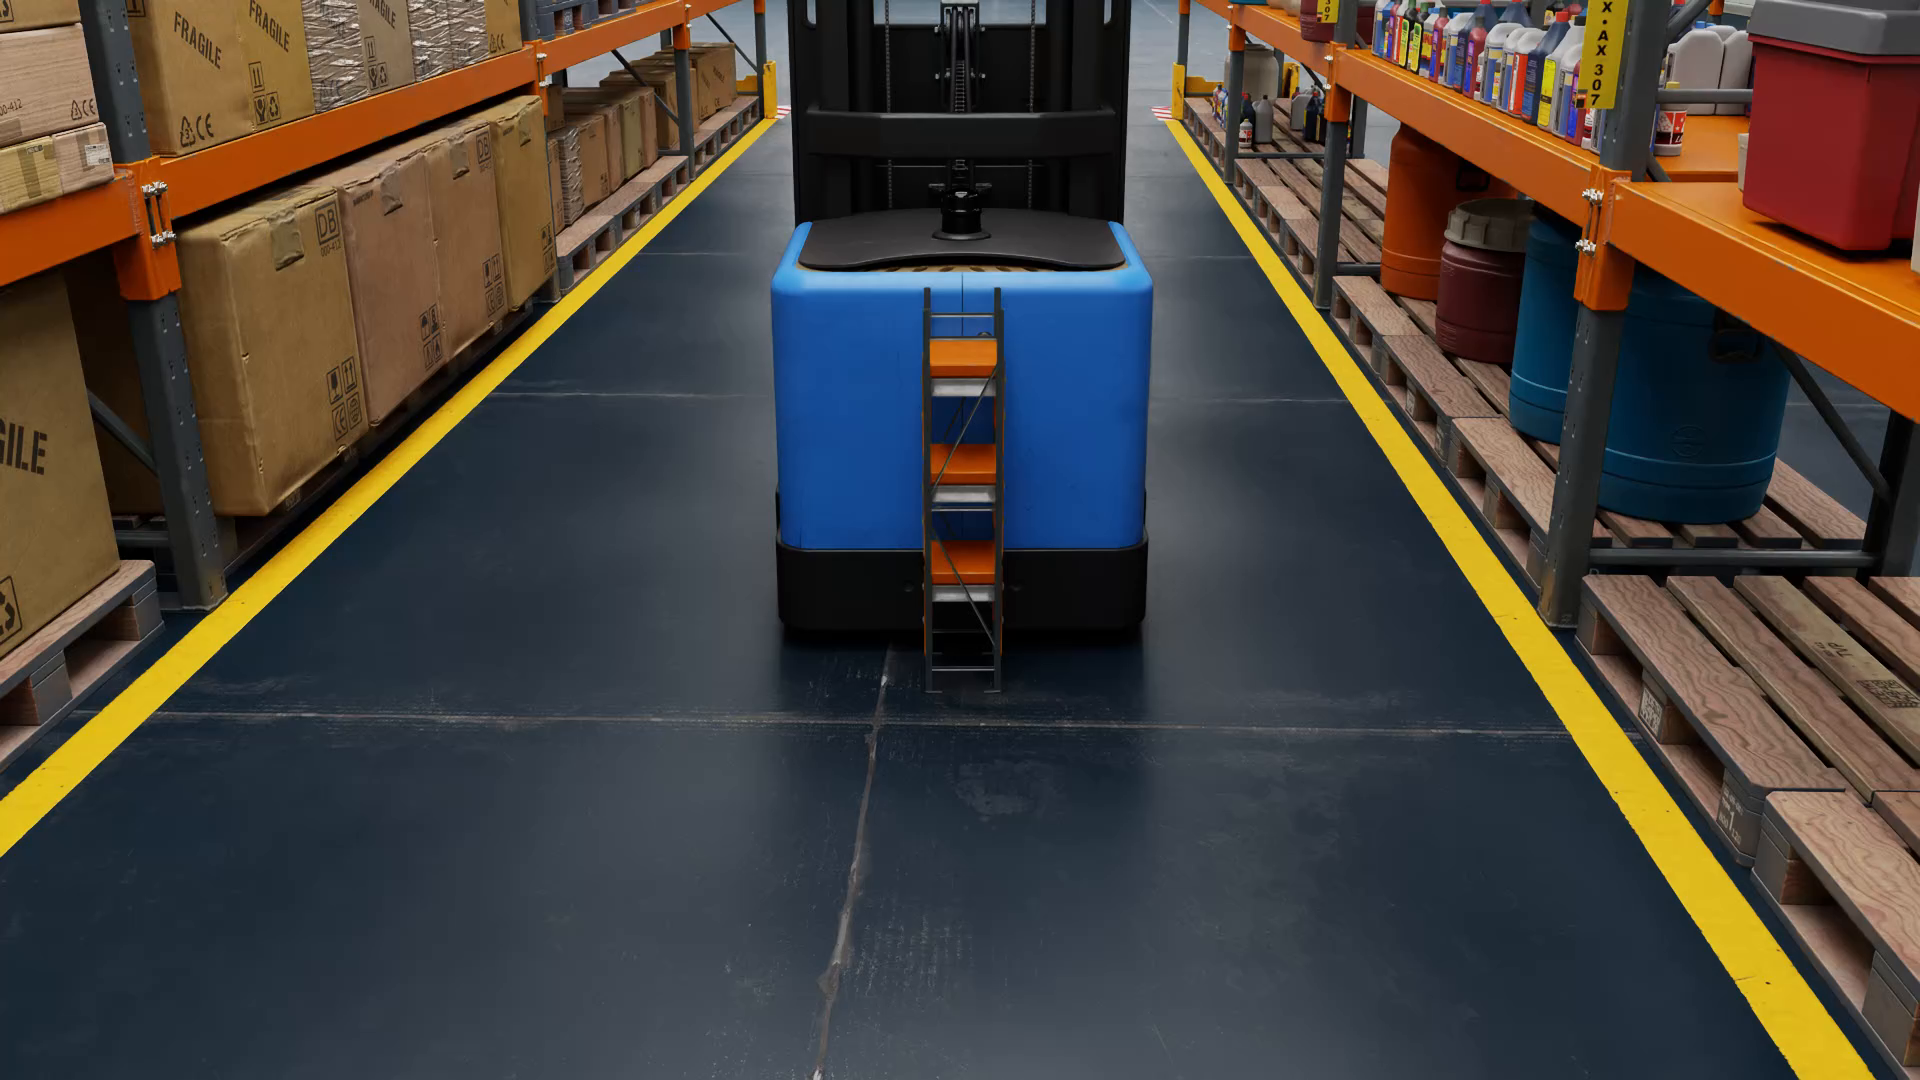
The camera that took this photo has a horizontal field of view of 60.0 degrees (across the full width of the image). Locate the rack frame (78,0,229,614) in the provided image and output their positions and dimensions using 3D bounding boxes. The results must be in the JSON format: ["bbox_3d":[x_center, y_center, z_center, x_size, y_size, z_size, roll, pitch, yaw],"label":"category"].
[{"bbox_3d":[-2.732,-1.205,4.489,1.000,3.000,0.127,1,21,2],"label":"rack frame"}]

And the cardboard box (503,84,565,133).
[{"bbox_3d":[-2.614,-2.476,9.573,0.500,0.250,0.500,3,21,8],"label":"cardboard box"}]

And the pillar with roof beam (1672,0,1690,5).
[{"bbox_3d":[9.574,-14.471,30.383,9.100,9.000,0.400,1,21,2],"label":"pillar with roof beam"}]

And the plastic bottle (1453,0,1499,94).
[{"bbox_3d":[1.953,-1.862,6.250,0.144,0.351,0.185,1,21,2],"label":"plastic bottle"}]

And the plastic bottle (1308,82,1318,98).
[{"bbox_3d":[2.925,-3.590,13.689,0.144,0.351,0.185,2,21,4],"label":"plastic bottle"}]

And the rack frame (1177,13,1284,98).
[{"bbox_3d":[2.583,-5.490,15.531,1.000,3.000,0.127,1,21,2],"label":"rack frame"}]

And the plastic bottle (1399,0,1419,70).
[{"bbox_3d":[1.940,-2.175,7.148,0.061,0.283,0.133,1,21,2],"label":"plastic bottle"}]

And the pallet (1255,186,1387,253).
[{"bbox_3d":[2.442,-2.017,10.435,1.003,0.211,1.213,1,21,2],"label":"pallet"}]

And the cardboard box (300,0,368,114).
[{"bbox_3d":[-2.438,-1.778,5.827,0.500,0.500,0.500,0,21,0],"label":"cardboard box"}]

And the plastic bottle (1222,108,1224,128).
[{"bbox_3d":[2.194,-3.468,13.580,0.097,0.201,0.097,0,21,0],"label":"plastic bottle"}]

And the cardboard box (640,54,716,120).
[{"bbox_3d":[-2.425,-3.906,14.325,0.500,0.500,0.500,3,21,7],"label":"cardboard box"}]

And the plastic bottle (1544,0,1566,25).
[{"bbox_3d":[2.754,-2.392,7.708,0.061,0.283,0.133,1,21,2],"label":"plastic bottle"}]

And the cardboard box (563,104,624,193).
[{"bbox_3d":[-2.579,-2.541,10.780,0.700,0.500,0.500,-1,21,-3],"label":"cardboard box"}]

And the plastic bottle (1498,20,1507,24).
[{"bbox_3d":[1.986,-1.774,6.132,0.097,0.271,0.097,0,21,0],"label":"plastic bottle"}]

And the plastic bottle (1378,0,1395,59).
[{"bbox_3d":[1.973,-2.343,7.598,0.097,0.271,0.097,0,21,0],"label":"plastic bottle"}]

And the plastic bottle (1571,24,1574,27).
[{"bbox_3d":[2.722,-2.194,7.310,0.097,0.201,0.097,0,21,0],"label":"plastic bottle"}]

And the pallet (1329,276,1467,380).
[{"bbox_3d":[2.358,-1.012,7.845,1.003,0.211,1.213,1,21,2],"label":"pallet"}]

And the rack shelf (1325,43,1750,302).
[{"bbox_3d":[2.279,-1.539,6.342,1.077,0.370,4.000,1,21,2],"label":"rack shelf"}]

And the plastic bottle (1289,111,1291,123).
[{"bbox_3d":[2.801,-3.575,13.856,0.097,0.201,0.097,0,21,0],"label":"plastic bottle"}]

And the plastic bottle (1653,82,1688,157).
[{"bbox_3d":[2.032,-1.210,4.775,0.097,0.201,0.097,0,21,0],"label":"plastic bottle"}]

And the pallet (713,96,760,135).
[{"bbox_3d":[-2.430,-3.923,15.349,1.003,0.211,1.213,1,21,2],"label":"pallet"}]

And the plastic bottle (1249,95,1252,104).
[{"bbox_3d":[2.312,-3.413,13.324,0.061,0.283,0.133,1,21,2],"label":"plastic bottle"}]

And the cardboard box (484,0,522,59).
[{"bbox_3d":[-2.378,-2.517,7.731,0.500,0.500,0.500,1,21,3],"label":"cardboard box"}]

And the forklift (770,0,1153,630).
[{"bbox_3d":[-0.005,-1.594,5.586,1.130,2.935,3.031,0,21,0],"label":"forklift"}]

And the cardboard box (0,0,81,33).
[{"bbox_3d":[-2.479,-1.455,3.891,0.500,0.500,0.500,1,21,3],"label":"cardboard box"}]

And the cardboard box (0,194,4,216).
[{"bbox_3d":[-2.430,-0.789,3.762,0.380,0.149,0.250,0,21,1],"label":"cardboard box"}]

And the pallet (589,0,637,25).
[{"bbox_3d":[-2.591,-3.278,10.097,1.003,0.211,1.213,1,21,2],"label":"pallet"}]

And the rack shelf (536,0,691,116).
[{"bbox_3d":[-2.550,-3.039,10.210,1.077,0.370,4.000,1,21,2],"label":"rack shelf"}]

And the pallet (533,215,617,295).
[{"bbox_3d":[-2.586,-1.634,9.449,1.003,0.211,1.213,1,21,2],"label":"pallet"}]

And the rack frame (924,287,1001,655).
[{"bbox_3d":[0.006,-0.166,4.506,0.200,1.050,0.008,0,21,0],"label":"rack frame"}]

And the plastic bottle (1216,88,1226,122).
[{"bbox_3d":[2.206,-3.647,13.945,0.097,0.271,0.097,0,21,0],"label":"plastic bottle"}]

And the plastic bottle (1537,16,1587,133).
[{"bbox_3d":[1.919,-1.464,5.223,0.144,0.351,0.185,1,21,2],"label":"plastic bottle"}]

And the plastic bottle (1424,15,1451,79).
[{"bbox_3d":[1.945,-2.009,6.737,0.097,0.271,0.097,0,21,0],"label":"plastic bottle"}]

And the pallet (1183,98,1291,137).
[{"bbox_3d":[2.598,-3.868,15.206,1.003,0.211,1.213,1,21,2],"label":"pallet"}]

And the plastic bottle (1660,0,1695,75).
[{"bbox_3d":[2.663,-1.838,6.187,0.144,0.351,0.185,1,21,2],"label":"plastic bottle"}]

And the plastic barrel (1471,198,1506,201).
[{"bbox_3d":[2.414,-1.251,7.465,0.421,0.512,0.421,0,21,0],"label":"plastic barrel"}]

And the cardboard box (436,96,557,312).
[{"bbox_3d":[-2.653,-1.608,7.882,1.225,0.875,0.875,0,21,-1],"label":"cardboard box"}]

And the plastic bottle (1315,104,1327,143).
[{"bbox_3d":[2.785,-3.211,12.804,0.061,0.283,0.133,1,21,2],"label":"plastic bottle"}]

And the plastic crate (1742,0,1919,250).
[{"bbox_3d":[1.940,-0.889,3.501,0.402,0.464,0.583,1,21,2],"label":"plastic crate"}]

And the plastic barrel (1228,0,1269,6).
[{"bbox_3d":[2.147,-4.141,11.361,0.600,0.901,0.708,1,21,2],"label":"plastic barrel"}]

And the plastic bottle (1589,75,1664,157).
[{"bbox_3d":[1.907,-1.239,4.747,0.152,0.276,0.135,1,21,2],"label":"plastic bottle"}]

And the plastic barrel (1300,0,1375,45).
[{"bbox_3d":[2.051,-2.832,8.492,0.600,0.536,0.708,1,21,2],"label":"plastic barrel"}]

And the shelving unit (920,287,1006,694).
[{"bbox_3d":[0.007,-0.122,4.392,0.215,1.050,0.252,0,21,0],"label":"shelving unit"}]

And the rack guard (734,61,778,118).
[{"bbox_3d":[-2.370,-4.351,16.053,1.175,0.500,0.348,1,21,2],"label":"rack guard"}]

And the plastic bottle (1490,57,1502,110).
[{"bbox_3d":[1.914,-1.610,5.806,0.097,0.201,0.097,0,21,0],"label":"plastic bottle"}]

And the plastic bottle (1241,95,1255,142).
[{"bbox_3d":[2.193,-3.250,12.811,0.144,0.351,0.185,0,21,0],"label":"plastic bottle"}]
